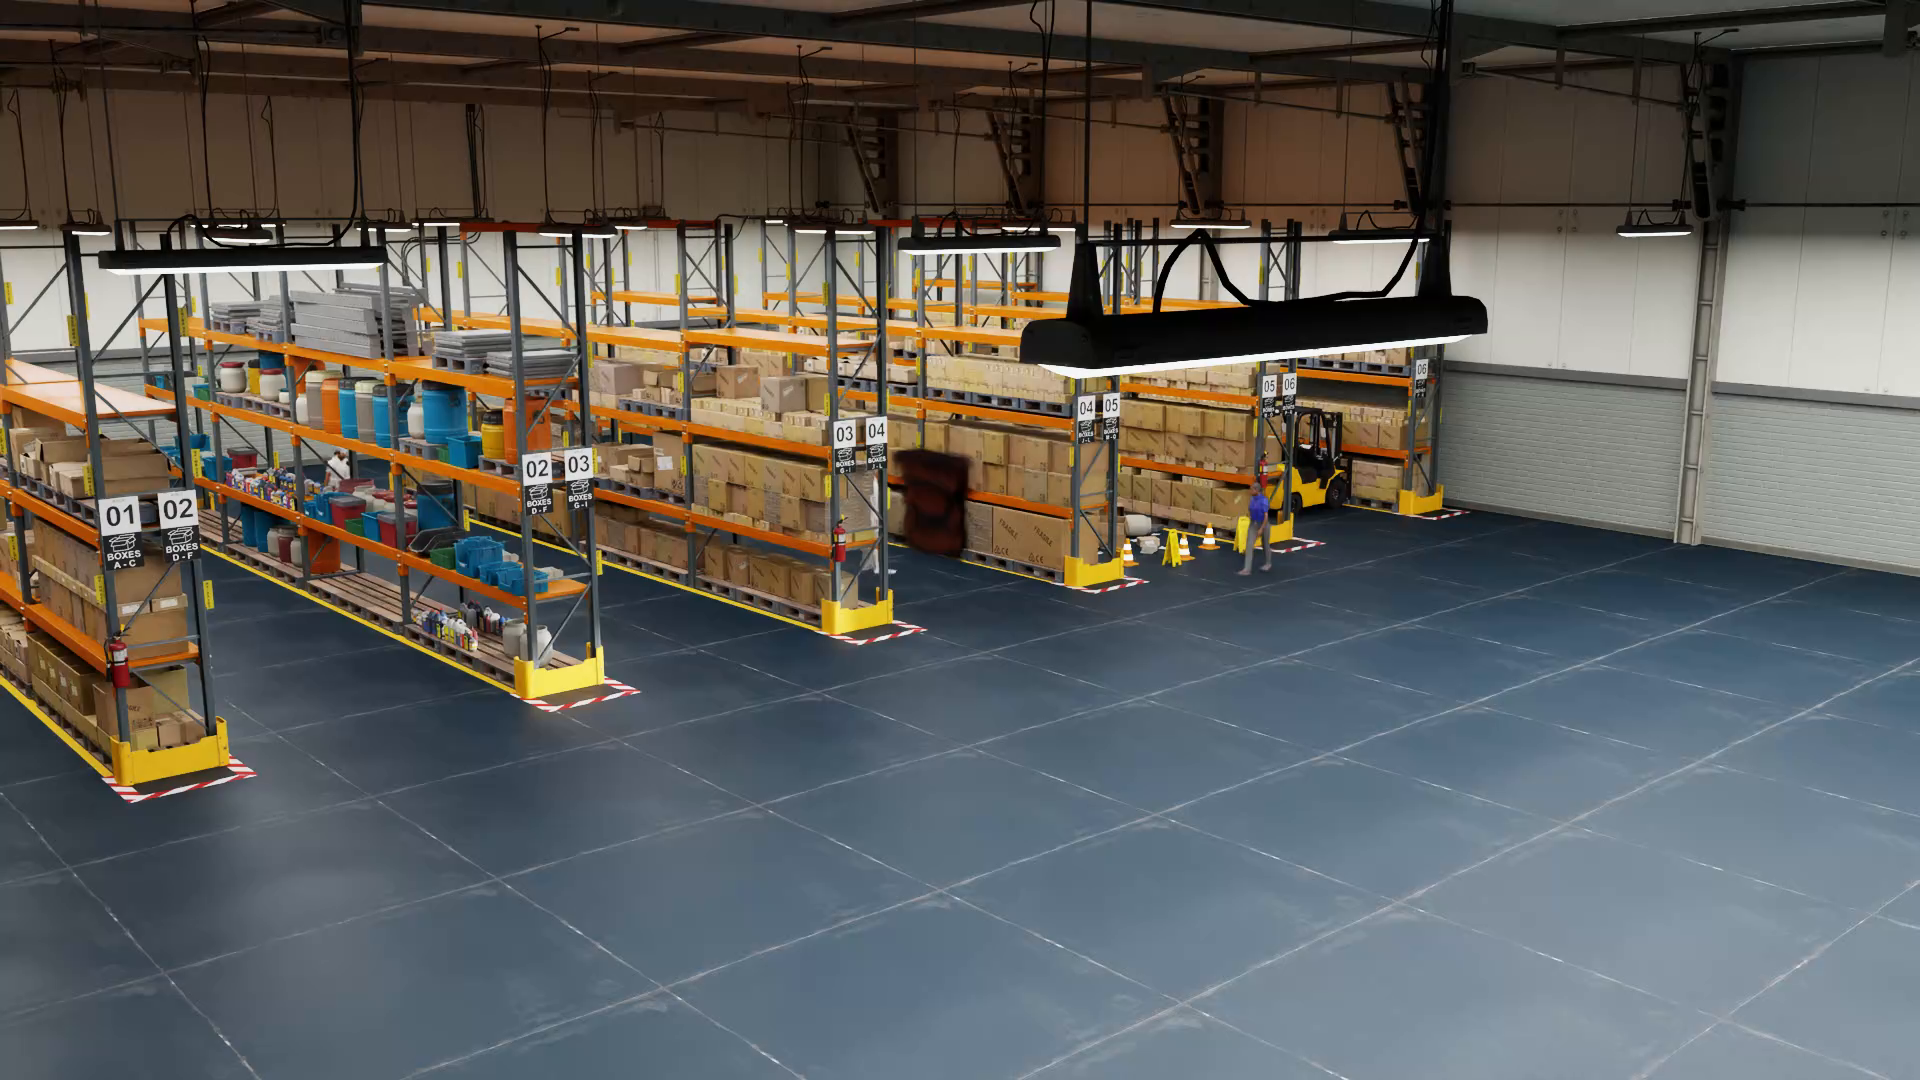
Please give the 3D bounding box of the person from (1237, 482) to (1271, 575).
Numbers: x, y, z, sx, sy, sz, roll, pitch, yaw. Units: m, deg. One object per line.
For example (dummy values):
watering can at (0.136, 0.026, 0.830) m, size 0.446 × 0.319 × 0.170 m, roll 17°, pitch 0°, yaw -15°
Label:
person at (5.148, -0.212, 28.741) m, size 0.404 × 1.596 × 0.978 m, roll 6°, pitch 13°, yaw 27°

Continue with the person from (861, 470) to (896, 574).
person at (-1.382, -0.339, 27.610) m, size 0.474 × 1.766 × 0.685 m, roll -4°, pitch 12°, yaw -20°

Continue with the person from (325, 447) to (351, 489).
person at (-12.285, -1.071, 32.996) m, size 0.937 × 1.618 × 0.563 m, roll 10°, pitch 15°, yaw 40°
